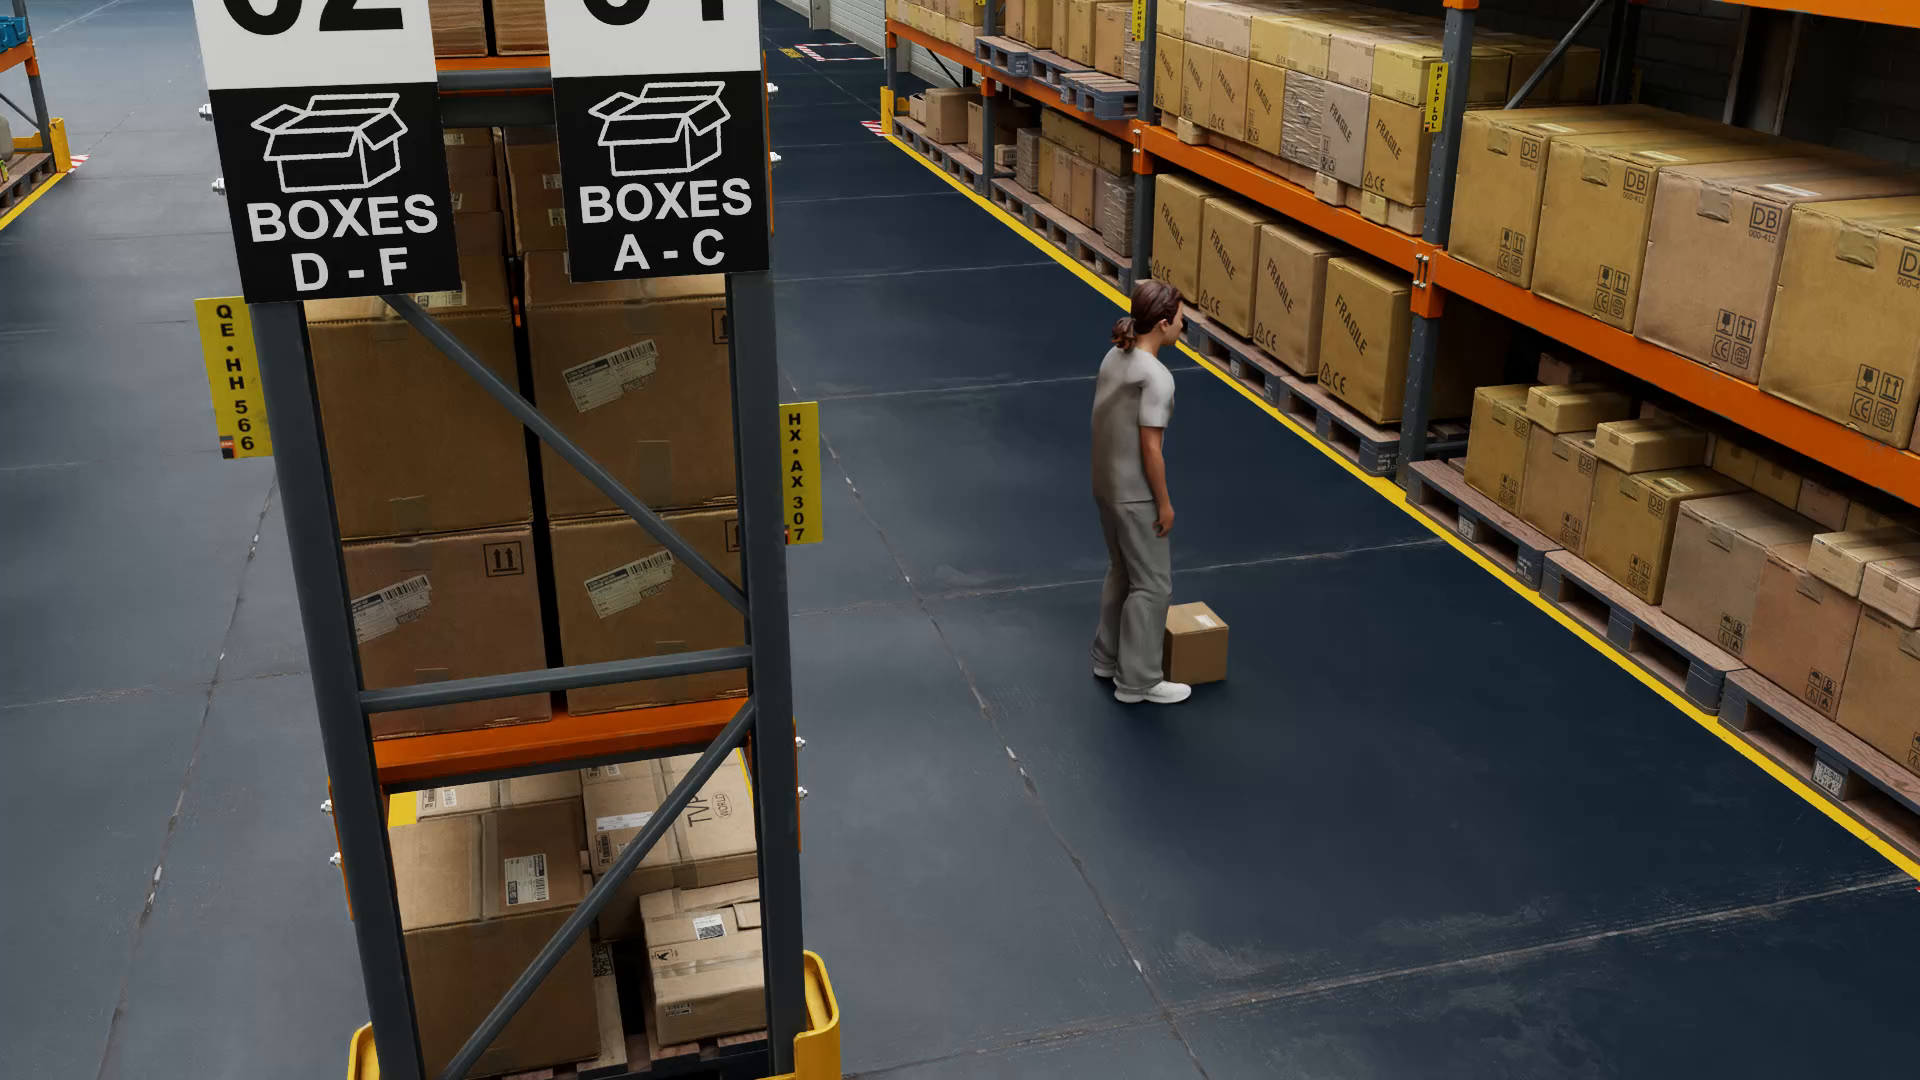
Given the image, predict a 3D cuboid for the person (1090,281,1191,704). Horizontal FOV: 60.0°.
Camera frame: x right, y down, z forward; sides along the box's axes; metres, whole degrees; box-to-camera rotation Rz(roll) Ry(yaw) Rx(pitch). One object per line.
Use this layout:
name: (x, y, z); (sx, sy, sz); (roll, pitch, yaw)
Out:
person: (0.703, -0.188, 6.543); (0.362, 1.671, 0.497); (-7, 24, -17)
